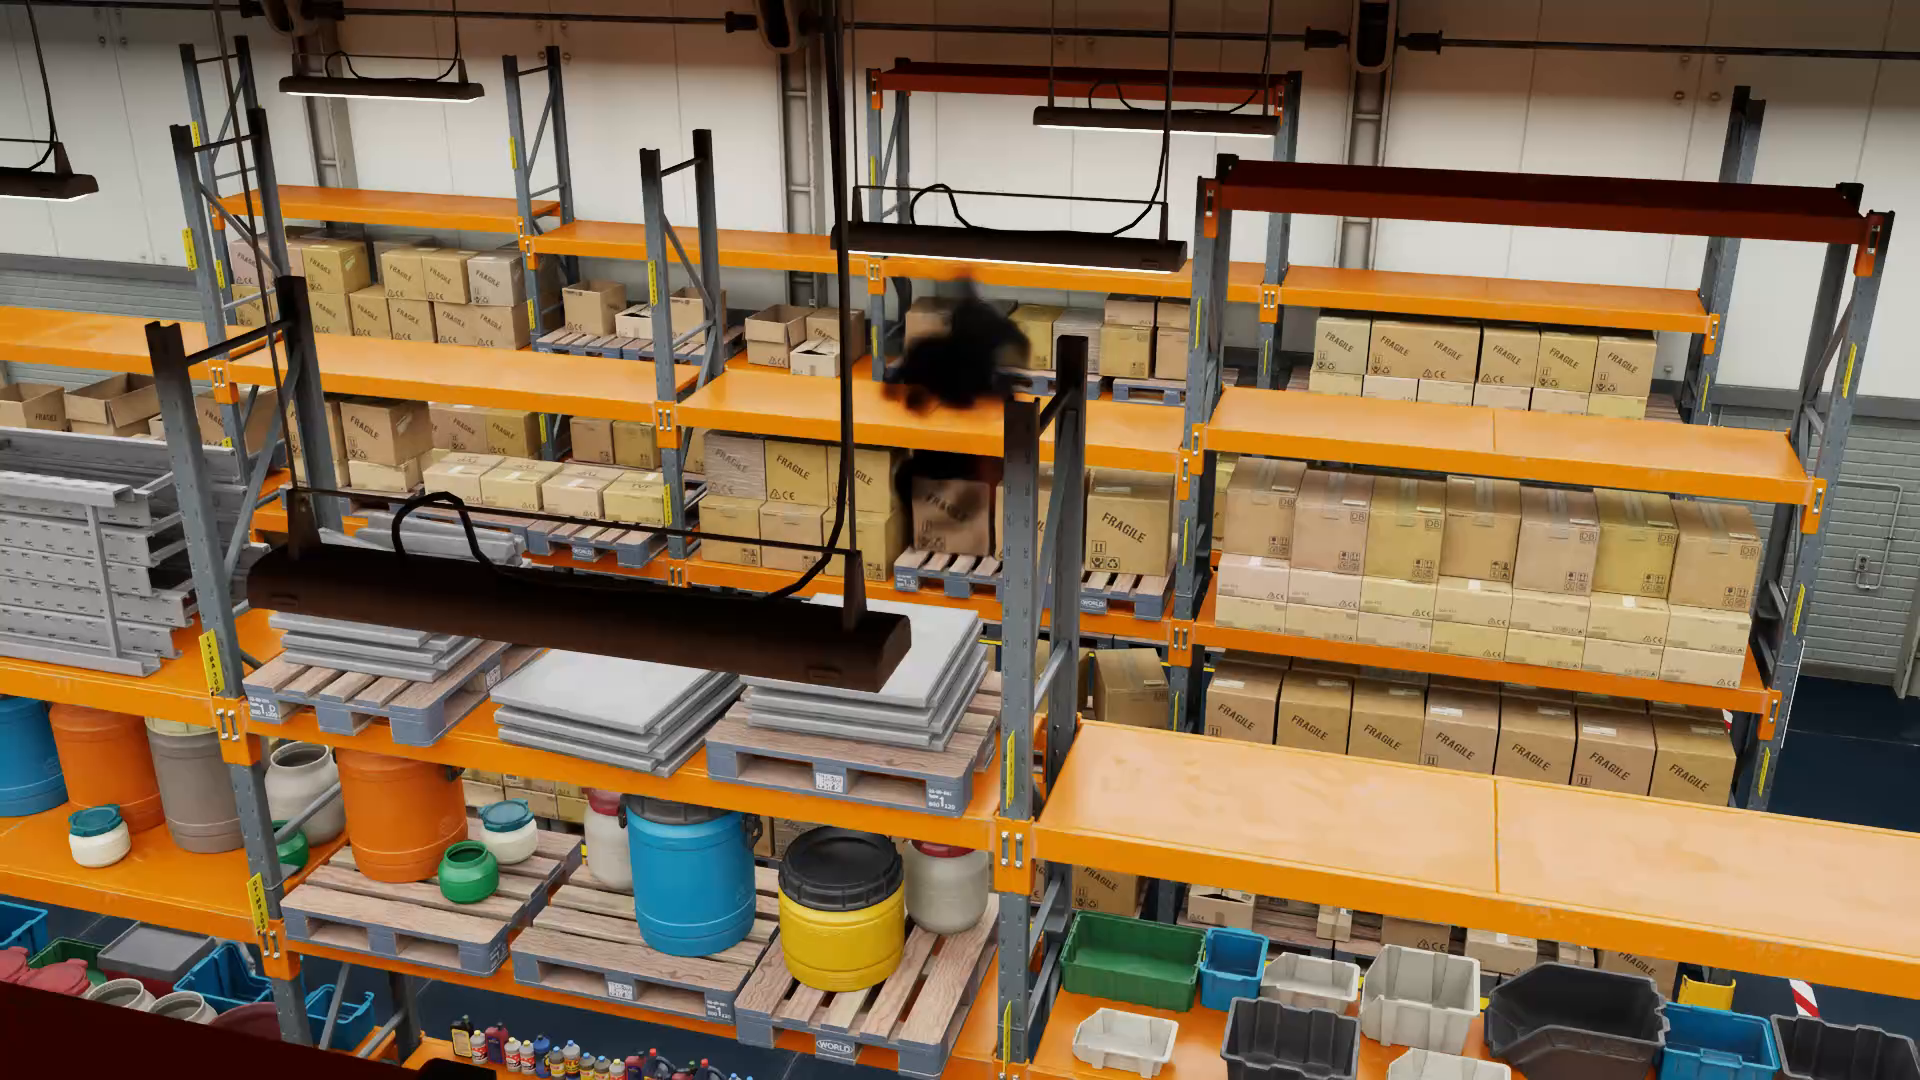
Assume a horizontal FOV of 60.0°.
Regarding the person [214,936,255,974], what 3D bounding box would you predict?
[{"bbox_3d":[-5.651,2.603,12.443,0.555,1.559,0.522,4,23,9],"label":"person"}]
